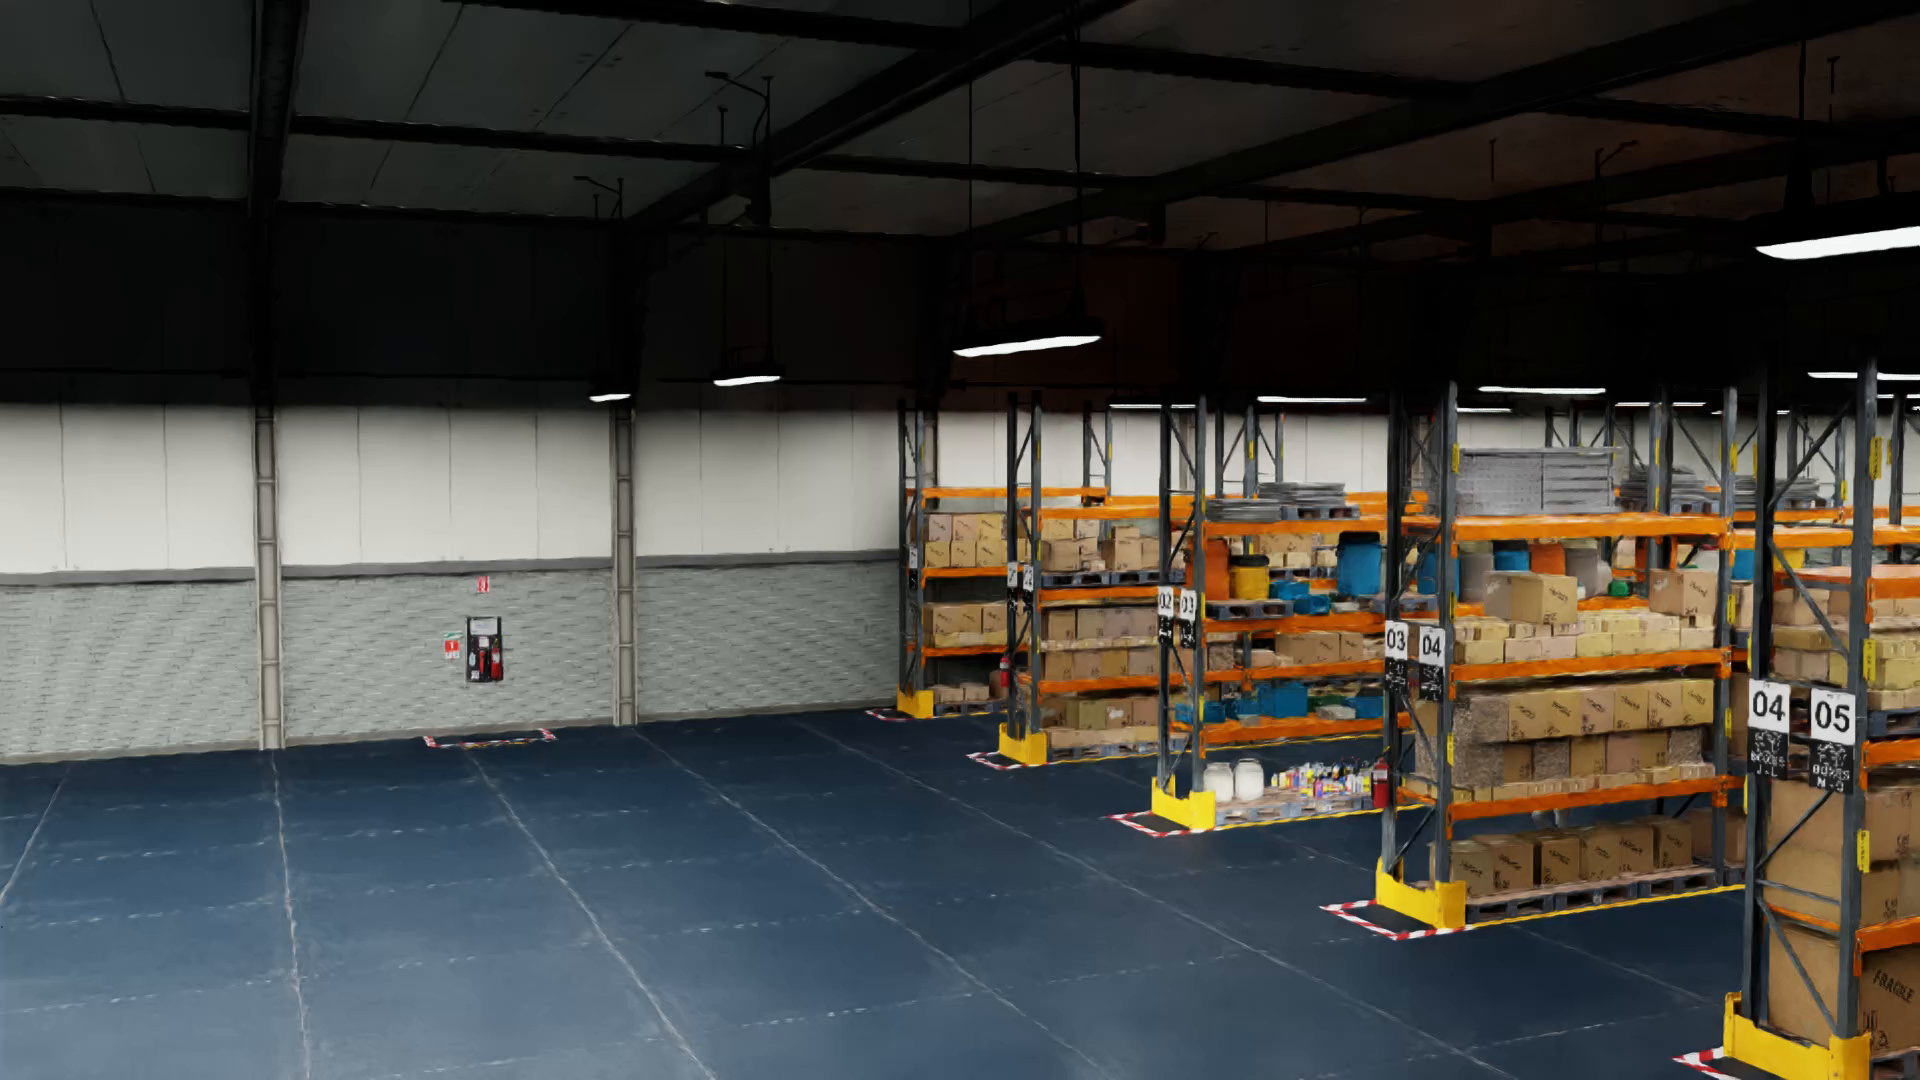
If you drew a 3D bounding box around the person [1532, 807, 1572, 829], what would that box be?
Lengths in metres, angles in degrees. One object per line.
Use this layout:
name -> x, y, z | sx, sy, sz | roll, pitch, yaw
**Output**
person -> 7.471, 3.141, 20.943 | 0.578, 1.605, 0.626 | -2, 4, -25
